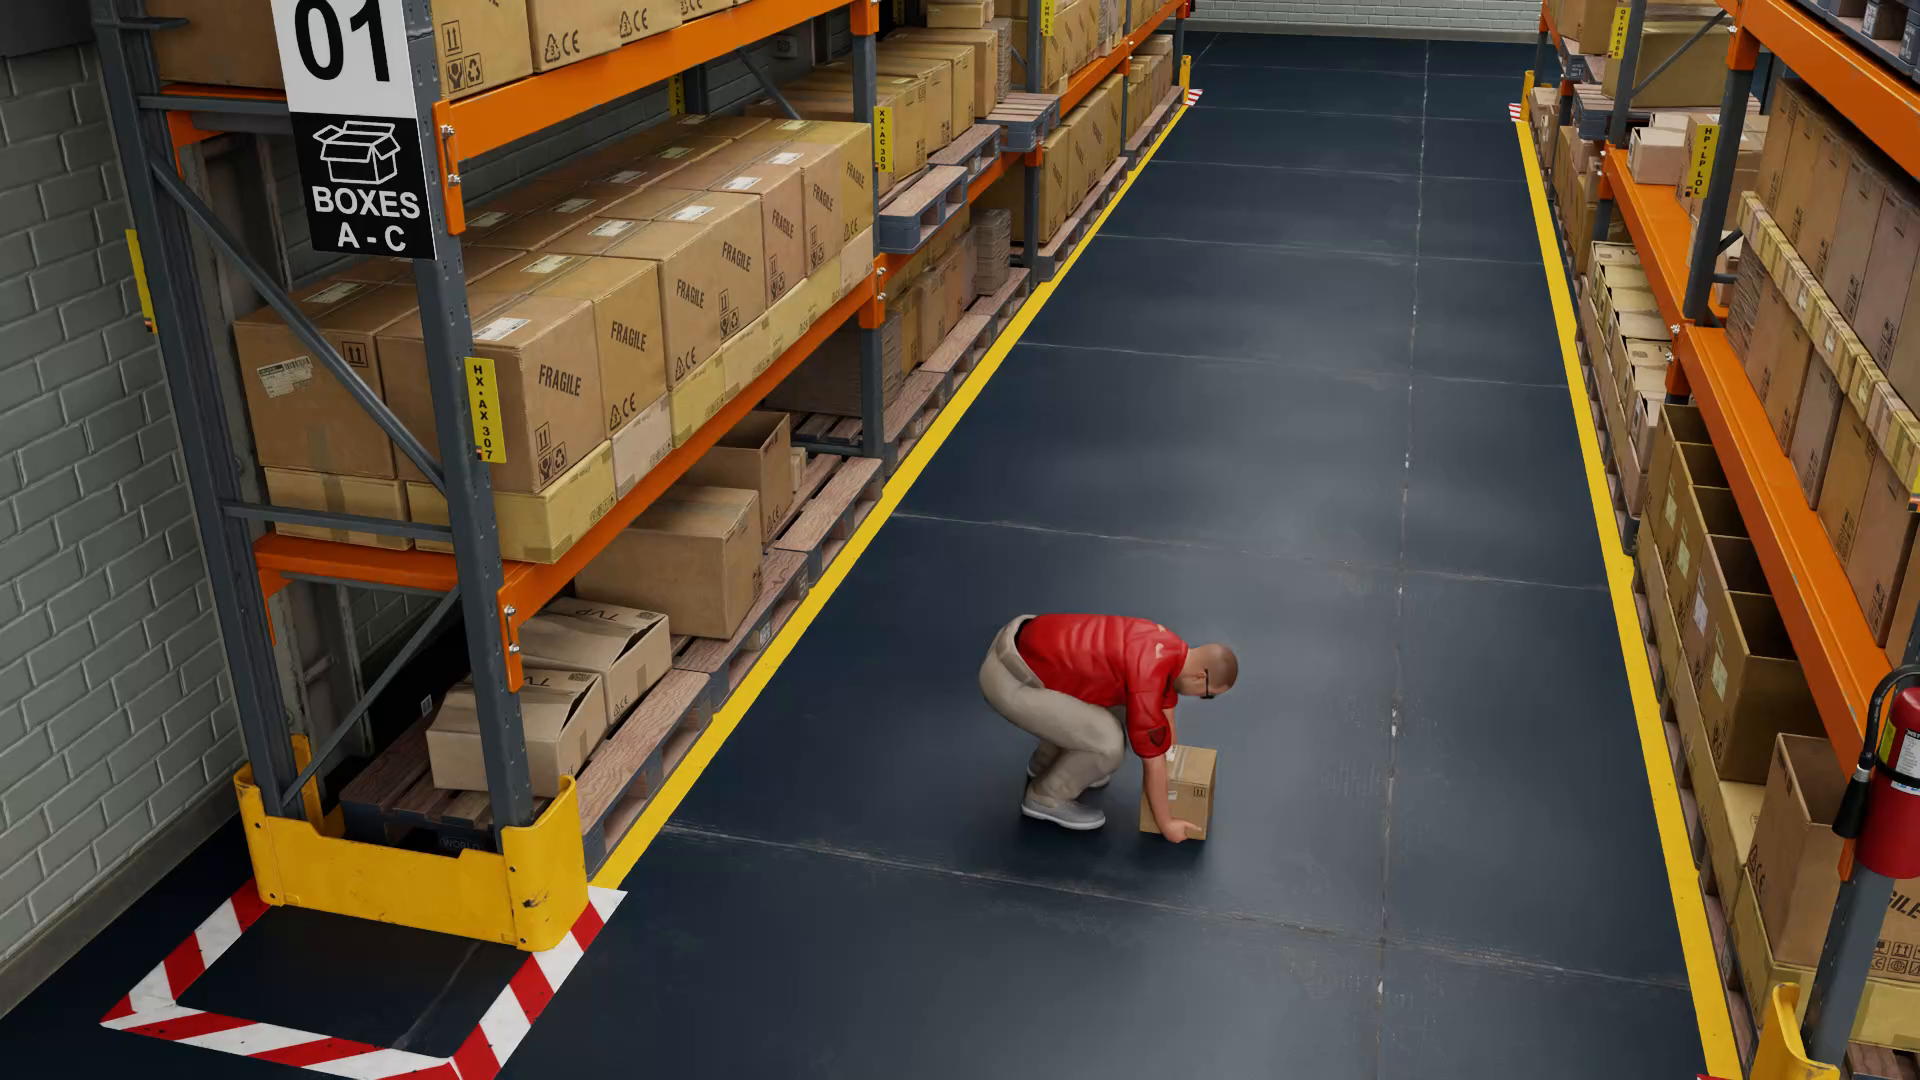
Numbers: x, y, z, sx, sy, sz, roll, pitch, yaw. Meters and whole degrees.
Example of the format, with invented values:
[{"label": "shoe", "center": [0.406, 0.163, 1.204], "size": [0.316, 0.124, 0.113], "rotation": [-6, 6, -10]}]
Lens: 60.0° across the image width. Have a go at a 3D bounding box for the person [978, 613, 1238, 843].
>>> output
[{"label": "person", "center": [0.555, 0.676, 6.310], "size": [0.953, 0.816, 0.528], "rotation": [5, 26, 12]}]
